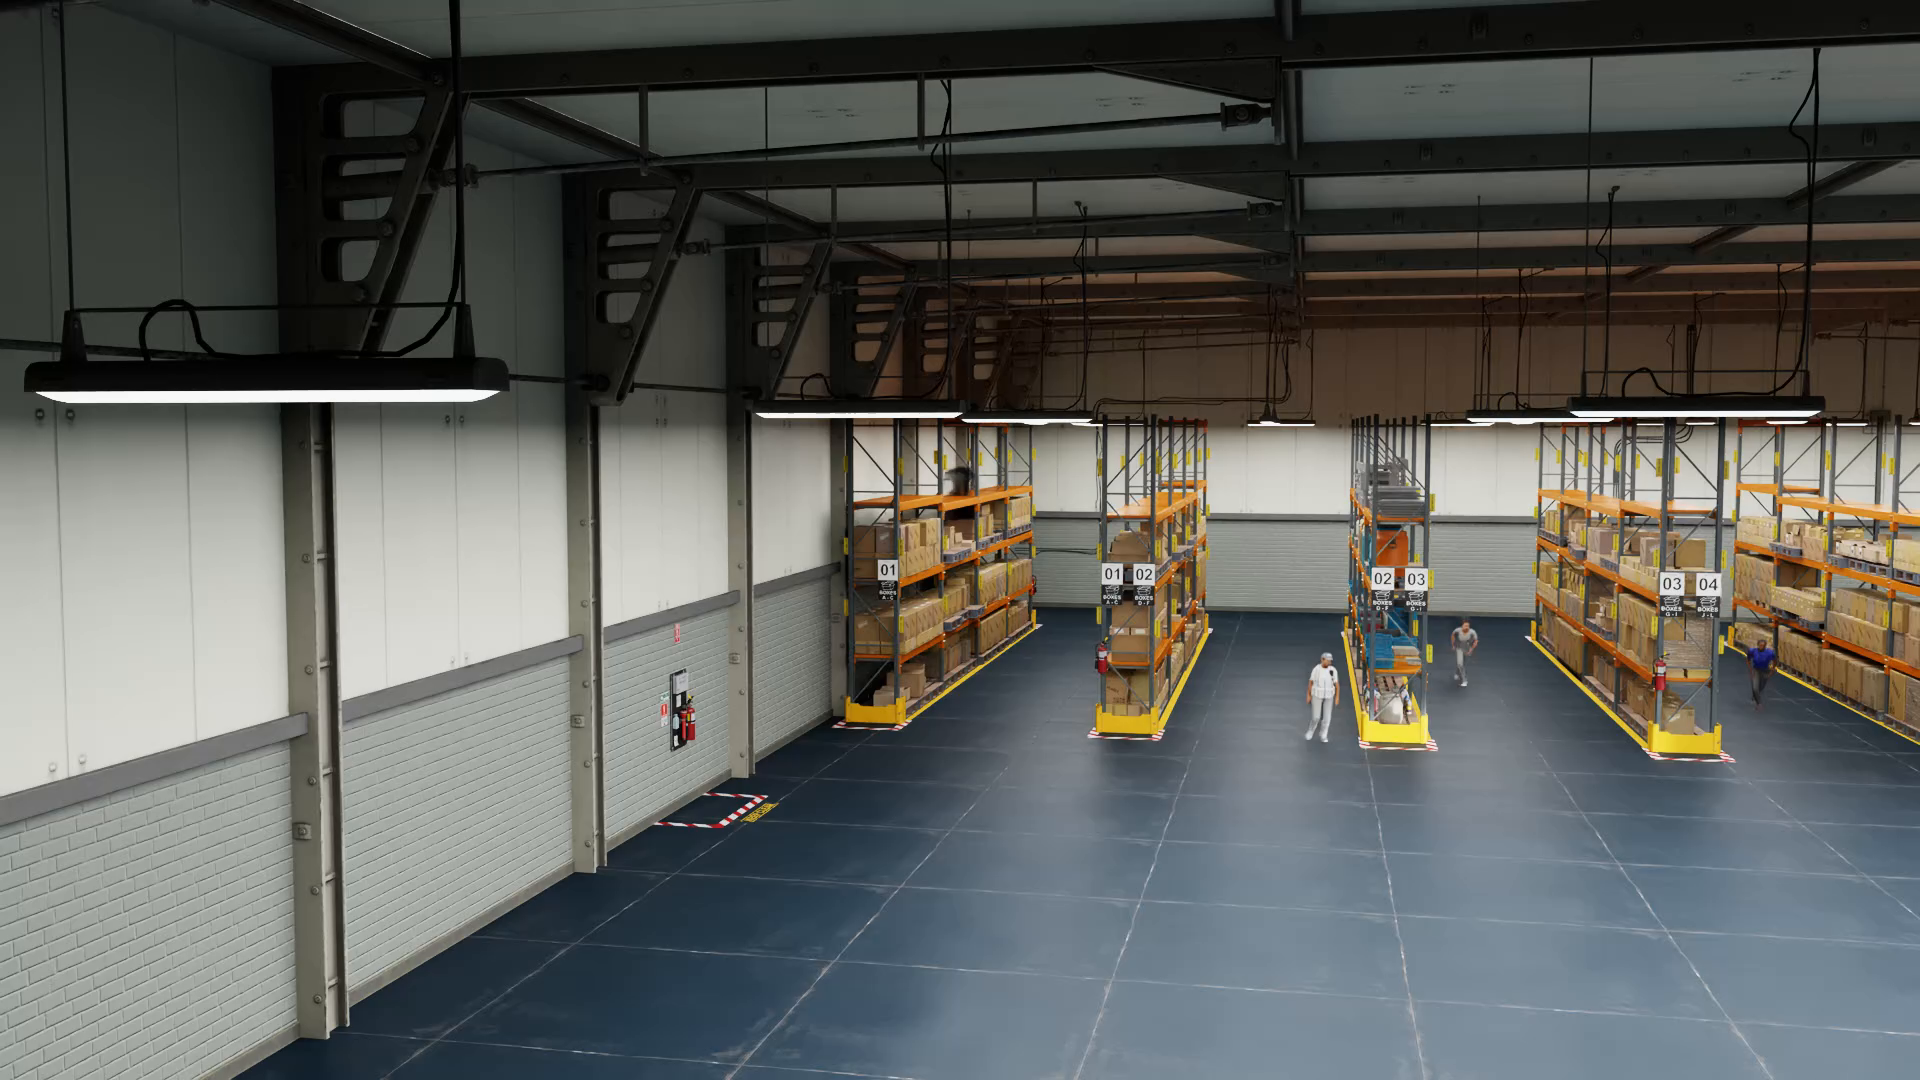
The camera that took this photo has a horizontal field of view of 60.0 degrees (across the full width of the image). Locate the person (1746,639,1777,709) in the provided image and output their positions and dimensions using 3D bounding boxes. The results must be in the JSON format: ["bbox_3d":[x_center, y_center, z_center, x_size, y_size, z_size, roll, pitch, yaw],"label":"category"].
[{"bbox_3d":[16.410,2.729,34.091,0.577,1.469,0.927,1,4,20],"label":"person"}]

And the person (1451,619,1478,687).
[{"bbox_3d":[11.294,2.486,37.296,0.558,1.522,1.038,1,4,11],"label":"person"}]

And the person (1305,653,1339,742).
[{"bbox_3d":[6.613,2.869,30.343,0.576,1.646,0.476,0,4,0],"label":"person"}]
